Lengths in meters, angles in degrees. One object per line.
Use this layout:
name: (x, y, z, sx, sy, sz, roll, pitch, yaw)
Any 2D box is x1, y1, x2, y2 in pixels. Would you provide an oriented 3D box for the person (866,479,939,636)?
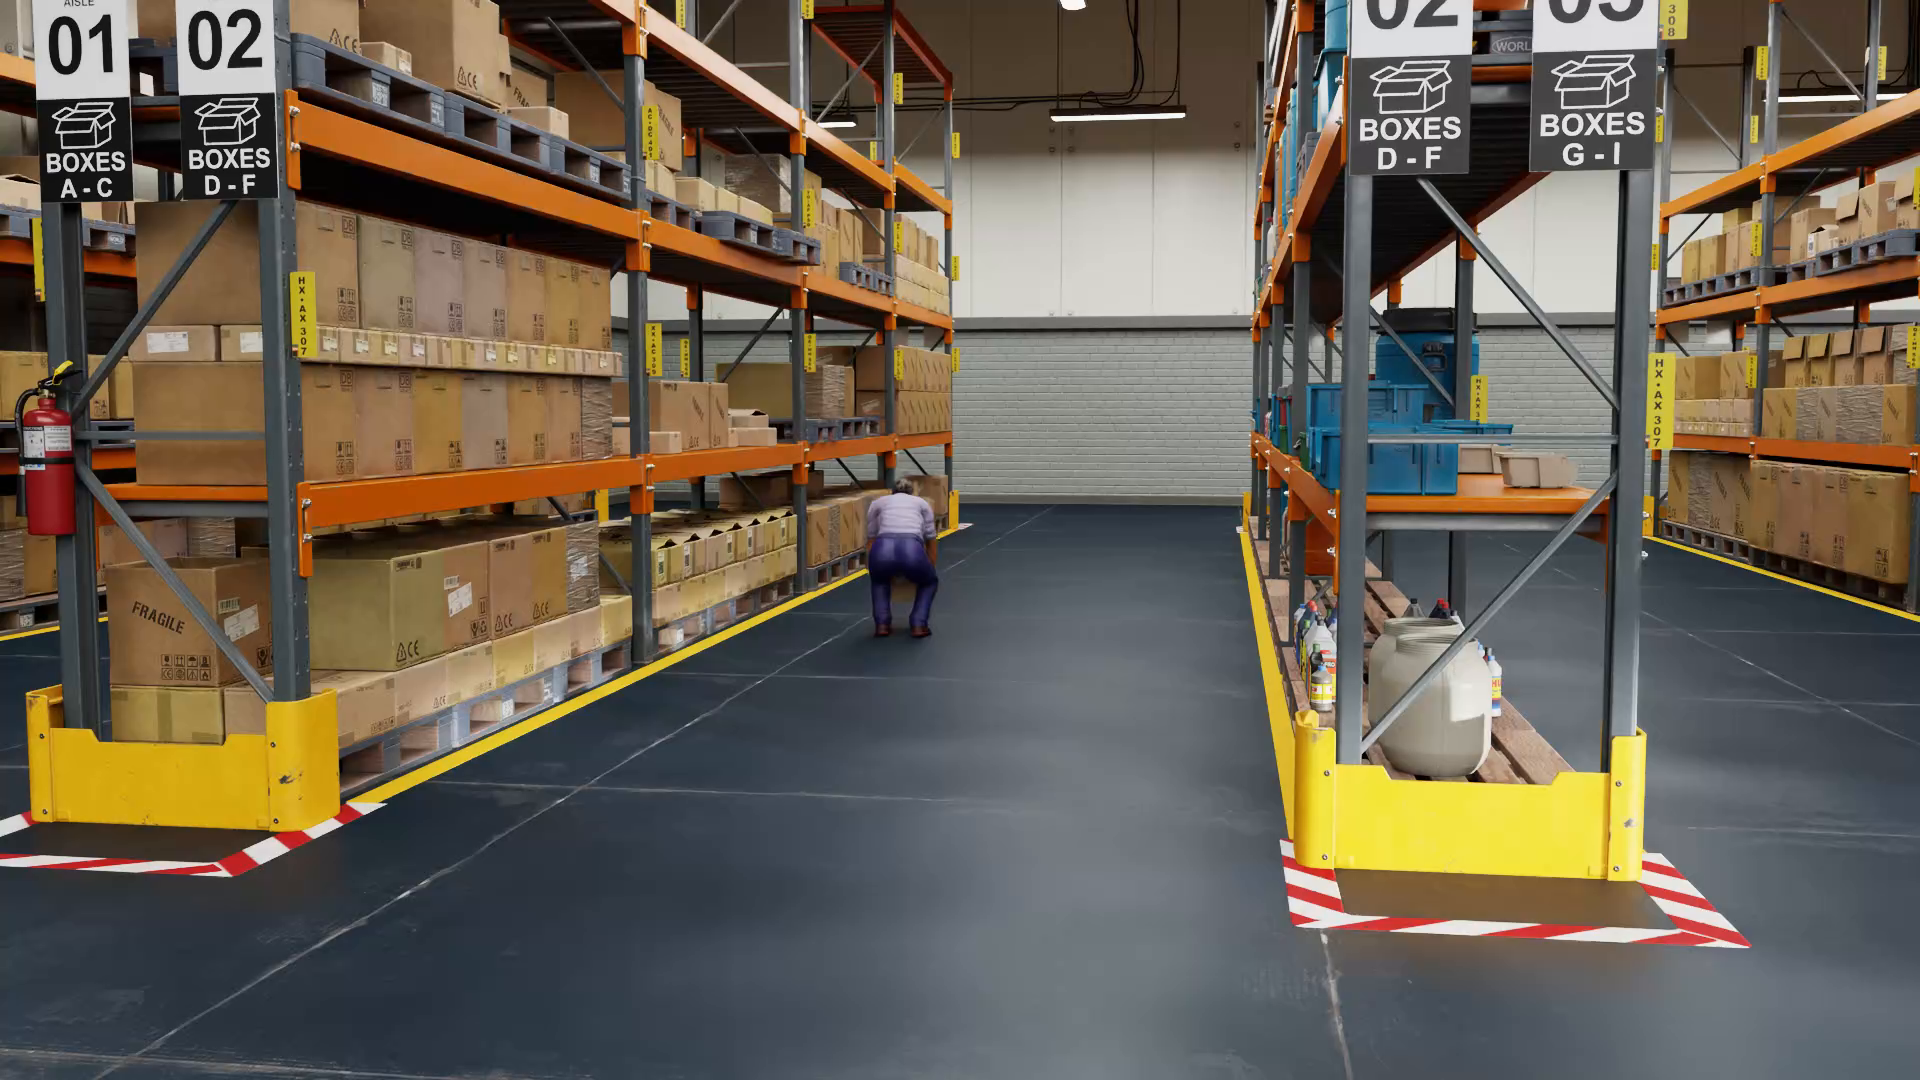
person: (-0.436, 0.128, 11.872, 0.538, 1.099, 0.768, 1, 5, 9)
